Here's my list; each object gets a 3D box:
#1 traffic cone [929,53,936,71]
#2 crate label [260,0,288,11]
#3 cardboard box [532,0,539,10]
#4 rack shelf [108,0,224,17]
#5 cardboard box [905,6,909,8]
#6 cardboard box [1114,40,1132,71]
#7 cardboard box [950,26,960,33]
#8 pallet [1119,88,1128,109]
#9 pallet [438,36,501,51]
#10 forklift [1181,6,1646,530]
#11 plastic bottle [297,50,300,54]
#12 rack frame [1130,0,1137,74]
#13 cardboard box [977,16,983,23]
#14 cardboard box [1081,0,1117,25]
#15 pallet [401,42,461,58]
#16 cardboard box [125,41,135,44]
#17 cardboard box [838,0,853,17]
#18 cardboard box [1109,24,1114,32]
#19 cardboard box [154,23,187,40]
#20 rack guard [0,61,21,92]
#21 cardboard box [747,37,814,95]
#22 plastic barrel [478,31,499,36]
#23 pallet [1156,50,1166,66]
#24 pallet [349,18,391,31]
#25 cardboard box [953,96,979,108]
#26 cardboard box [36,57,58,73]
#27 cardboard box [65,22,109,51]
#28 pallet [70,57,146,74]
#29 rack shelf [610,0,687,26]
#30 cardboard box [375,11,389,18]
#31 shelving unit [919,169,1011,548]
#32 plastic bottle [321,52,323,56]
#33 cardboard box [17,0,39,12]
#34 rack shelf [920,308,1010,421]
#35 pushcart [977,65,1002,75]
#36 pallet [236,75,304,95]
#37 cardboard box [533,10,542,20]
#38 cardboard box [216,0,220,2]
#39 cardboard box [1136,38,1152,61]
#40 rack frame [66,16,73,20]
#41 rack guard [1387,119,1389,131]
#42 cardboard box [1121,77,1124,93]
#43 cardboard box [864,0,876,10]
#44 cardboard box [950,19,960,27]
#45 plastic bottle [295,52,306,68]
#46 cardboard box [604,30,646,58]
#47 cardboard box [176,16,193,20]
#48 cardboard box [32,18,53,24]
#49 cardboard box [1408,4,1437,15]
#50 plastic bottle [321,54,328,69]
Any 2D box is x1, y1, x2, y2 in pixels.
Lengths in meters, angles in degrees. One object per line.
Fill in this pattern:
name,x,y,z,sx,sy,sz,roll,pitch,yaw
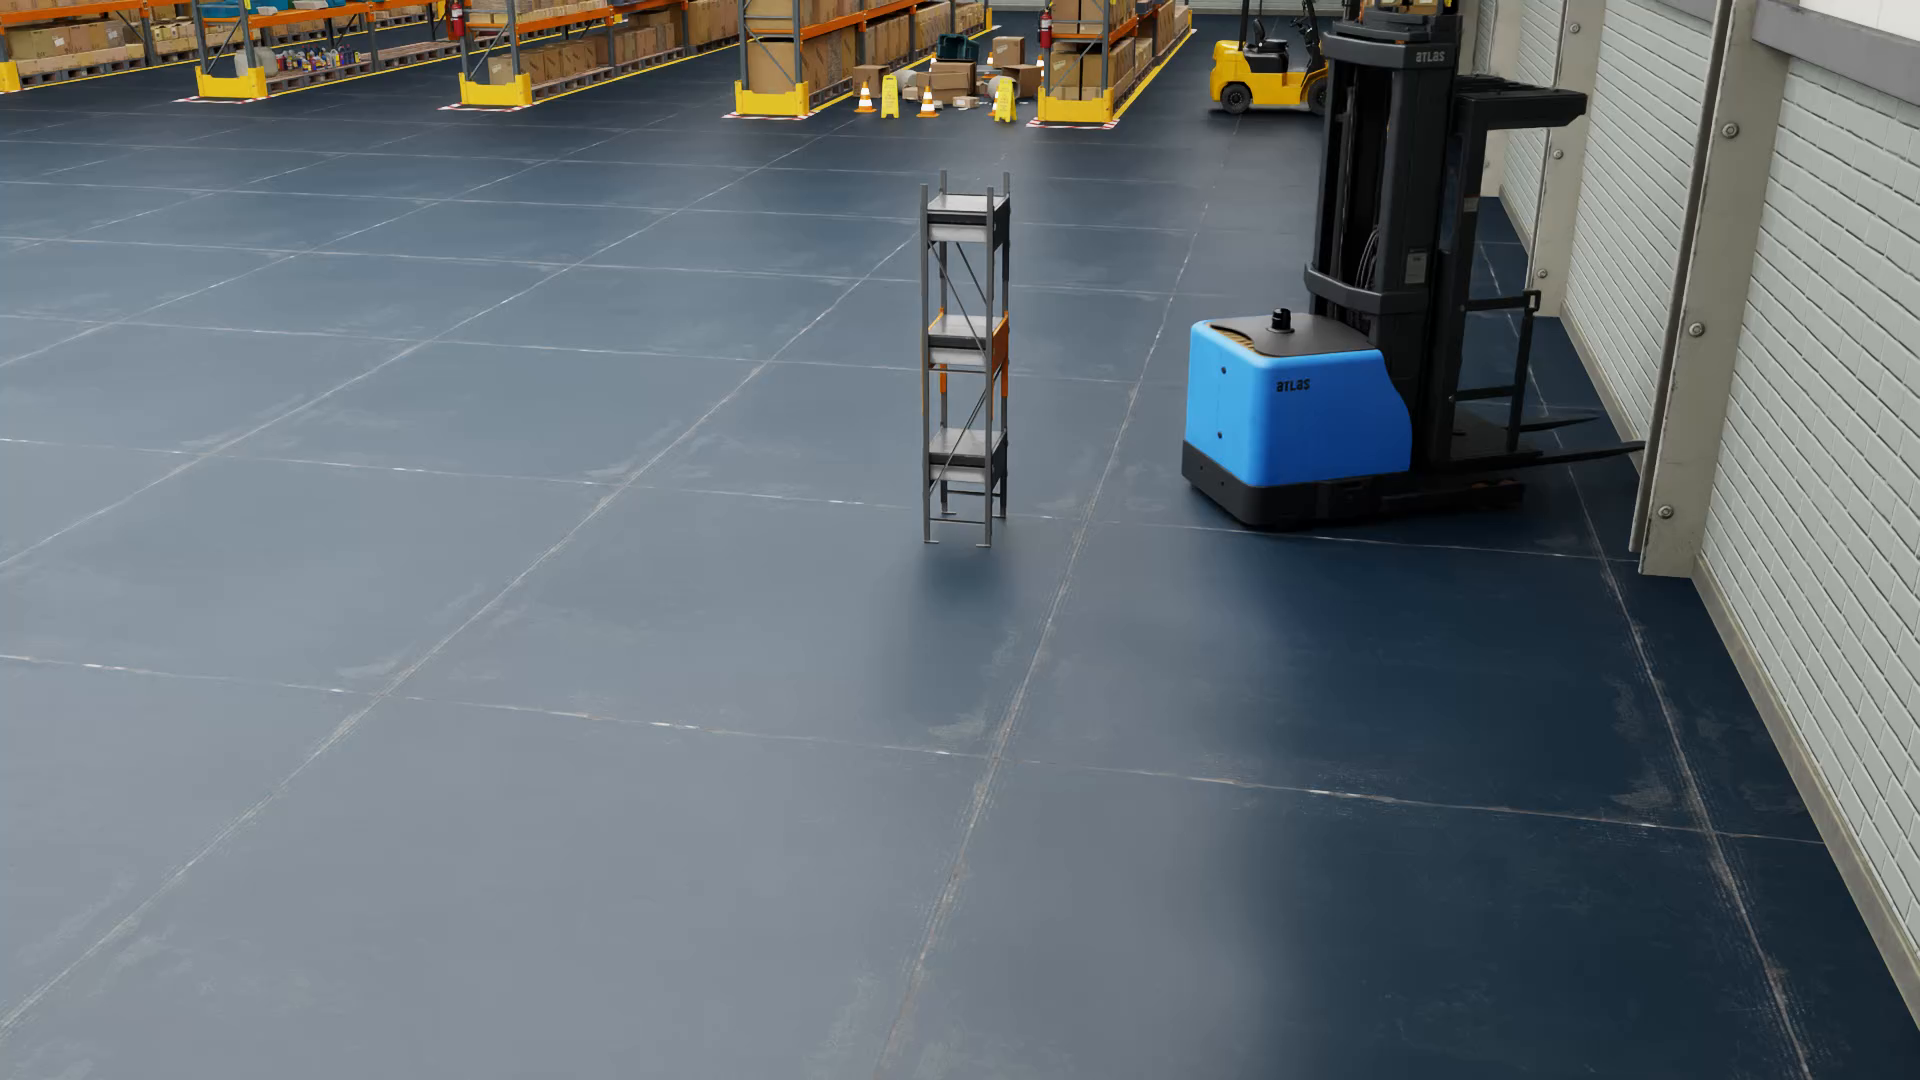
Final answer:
traffic cone,-0.485,-9.036,31.670,0.336,0.463,0.334,4,22,11
crate label,-12.626,-9.877,30.316,0.502,0.435,0.616,4,22,11
cardboard box,-7.765,-9.365,28.559,0.875,0.500,0.500,4,22,11
rack shelf,-16.361,-11.407,35.124,1.077,0.370,4.000,4,22,11
cardboard box,-1.327,-11.324,35.735,0.500,0.250,0.500,5,22,12
cardboard box,2.669,-8.341,28.664,0.500,0.500,0.500,5,22,12
cardboard box,-0.216,-11.744,38.253,0.380,0.149,0.250,3,22,9
pallet,2.280,-7.508,28.212,1.003,0.211,1.213,4,22,11
pallet,-10.985,-11.091,37.110,1.003,0.211,1.213,4,22,11
forklift,3.000,-1.725,10.213,3.031,2.935,1.130,-7,23,-16
plastic bottle,-12.605,-9.184,31.690,0.061,0.283,0.133,5,23,13
rack frame,2.629,-9.497,29.419,1.000,3.000,0.127,4,22,11
cardboard box,0.355,-12.788,40.845,0.380,0.149,0.250,5,23,13
cardboard box,2.181,-8.371,26.090,0.500,0.500,0.500,4,22,10
pallet,-11.301,-10.519,35.690,1.003,0.211,1.213,4,22,11
cardboard box,-16.968,-10.102,34.040,0.500,0.250,0.500,4,22,10
cardboard box,-2.391,-9.568,29.395,0.875,0.550,0.550,4,22,11
cardboard box,2.256,-8.210,26.561,0.380,0.149,0.250,4,22,9
cardboard box,-16.334,-10.503,34.286,0.500,0.311,0.500,4,22,10
rack guard,-17.590,-8.378,29.986,1.175,0.500,0.348,4,22,11
cardboard box,-2.980,-7.837,27.579,0.875,0.875,0.875,5,22,11
plastic barrel,-10.791,-11.762,37.710,0.600,0.588,0.708,4,22,11
pallet,3.680,-9.949,34.274,1.003,0.211,1.213,4,22,11
pallet,-14.996,-12.892,41.583,1.003,0.211,1.213,4,22,11
cardboard box,0.103,-7.345,27.892,0.380,0.149,0.250,18,28,38
cardboard box,-17.160,-8.828,30.876,0.500,0.250,0.500,4,22,11
cardboard box,-16.862,-9.725,32.100,0.500,0.500,0.500,4,22,11
pallet,-16.973,-9.428,32.980,1.003,0.211,1.213,4,22,11
rack shelf,-6.664,-10.650,33.246,1.077,0.370,4.000,4,22,11
cardboard box,-14.673,-13.279,42.013,0.380,0.166,0.250,4,22,11
shelving unit,0.034,-1.035,9.612,0.431,2.100,0.503,4,22,11
plastic bottle,-12.017,-9.077,31.424,0.061,0.283,0.133,4,22,11
cardboard box,-17.375,-9.955,30.422,0.700,0.500,0.500,5,22,12
rack shelf,0.034,-1.022,9.617,0.431,0.518,0.480,4,22,11
pushcart,0.387,-8.436,30.295,1.648,0.377,0.936,-3,22,-8
pallet,-12.597,-8.202,29.936,1.003,0.211,1.213,4,22,11
cardboard box,-7.431,-9.032,28.602,0.380,0.149,0.250,4,22,11
cardboard box,-19.521,-13.983,43.342,0.700,0.500,0.500,5,22,12
cardboard box,3.320,-9.730,32.953,0.950,0.372,0.625,3,22,7
rack frame,-20.803,-12.848,37.740,1.000,3.000,0.127,4,22,11
rack guard,6.668,-6.489,25.296,1.175,0.500,0.348,4,22,11
cardboard box,2.459,-7.614,27.862,0.500,0.250,0.500,6,23,15
cardboard box,-1.866,-10.056,30.672,0.500,0.500,0.500,5,22,12
cardboard box,-0.217,-11.882,38.196,0.380,0.149,0.250,5,23,13
plastic bottle,-12.467,-9.081,31.442,0.152,0.276,0.135,4,22,11
cardboard box,-6.696,-9.898,33.171,0.700,0.500,0.500,3,22,6
cardboard box,-16.553,-11.103,35.775,0.500,0.311,0.500,4,22,9
cardboard box,-20.899,-11.625,37.461,0.700,0.500,0.500,5,22,12
cardboard box,7.046,-7.863,25.229,0.500,0.500,0.500,5,23,13
plastic bottle,-11.930,-8.981,31.201,0.097,0.271,0.097,0,22,0
